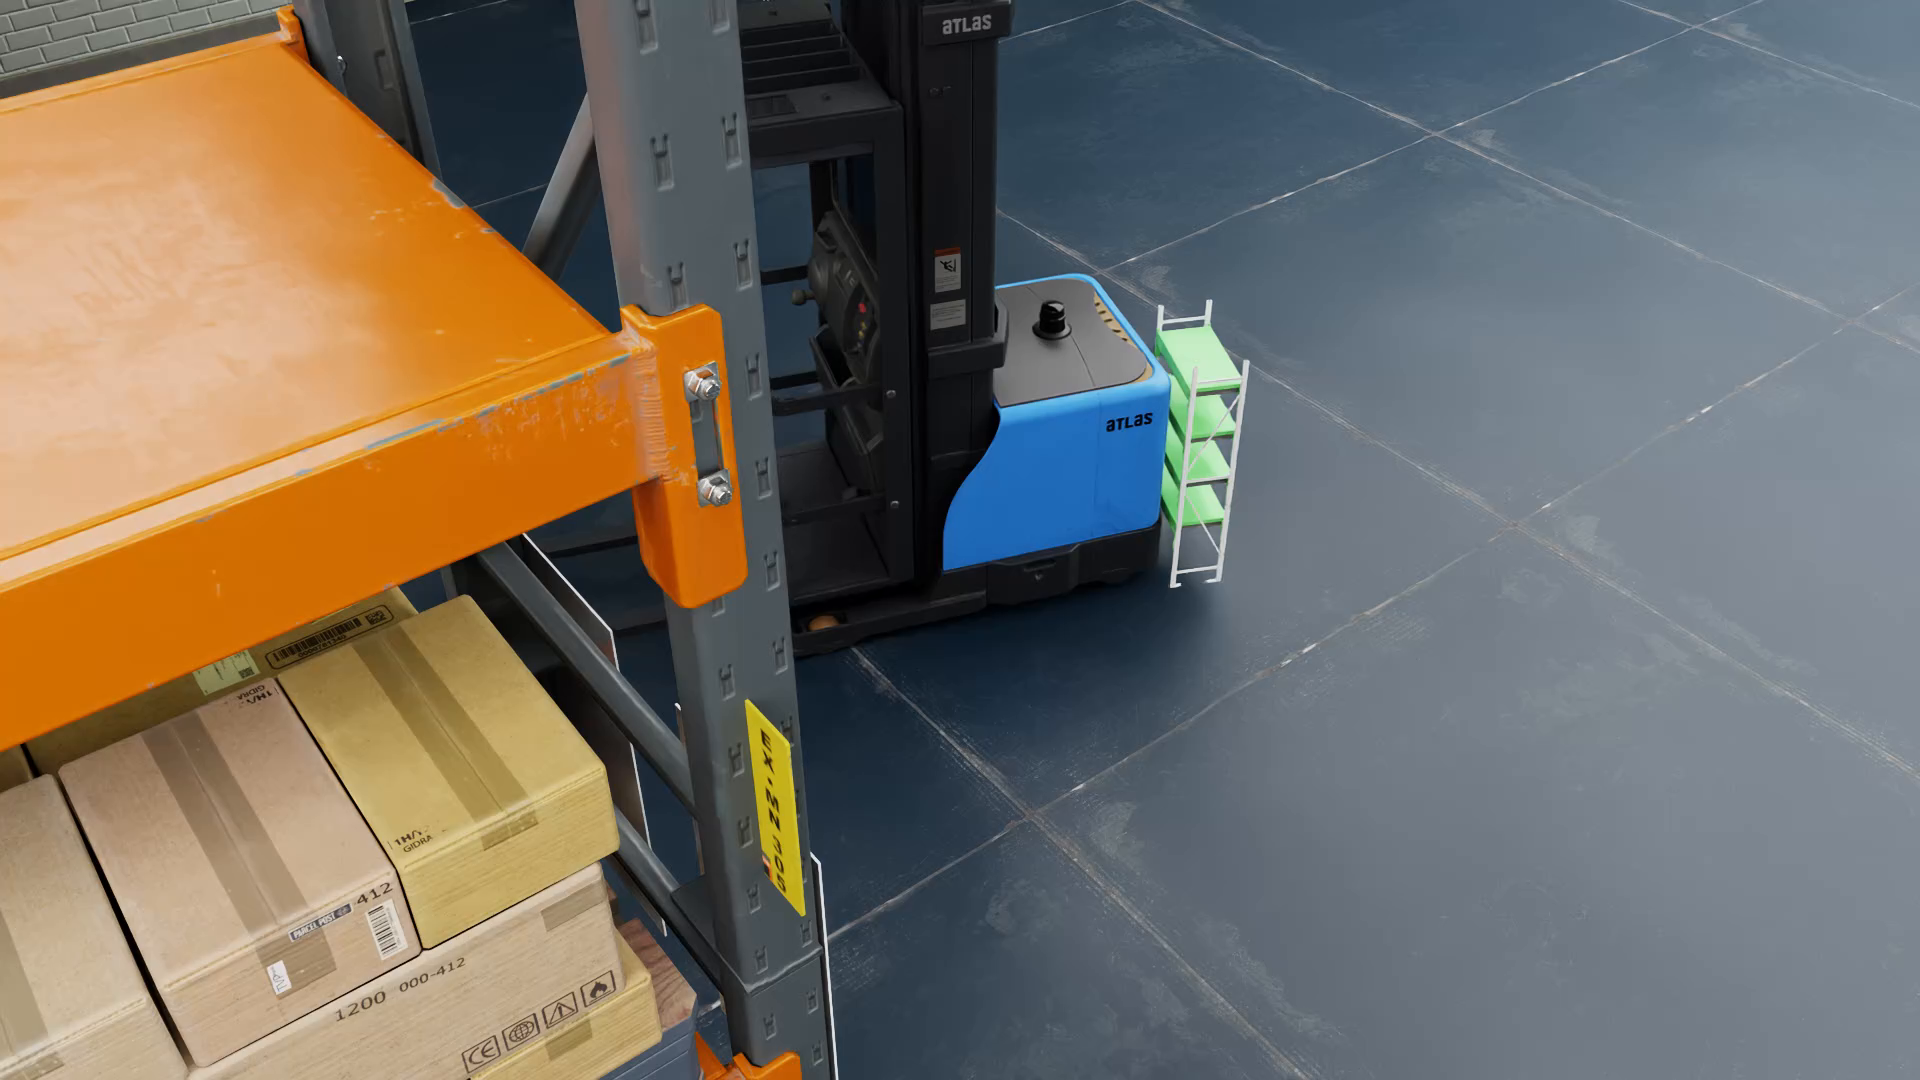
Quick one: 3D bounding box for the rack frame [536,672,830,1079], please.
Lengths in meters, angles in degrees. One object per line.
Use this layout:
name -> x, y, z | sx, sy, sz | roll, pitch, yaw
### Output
rack frame -> -0.554, 1.535, 3.647 | 0.127, 3.000, 1.000 | -26, 46, -28

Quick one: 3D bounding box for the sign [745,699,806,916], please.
sign -> -0.234, 0.342, 2.101 | 0.005, 0.325, 0.100 | -26, 46, -28

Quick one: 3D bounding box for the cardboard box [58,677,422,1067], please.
cardboard box -> -0.813, 0.360, 1.874 | 0.250, 0.149, 0.380 | -26, 46, -28

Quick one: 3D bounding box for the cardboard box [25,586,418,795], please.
cardboard box -> -1.093, 0.175, 2.414 | 0.500, 0.250, 0.500 | -26, 46, -28

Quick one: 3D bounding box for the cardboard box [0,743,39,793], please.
cardboard box -> -1.494, 0.372, 2.174 | 0.500, 0.250, 0.500 | -27, 46, -29

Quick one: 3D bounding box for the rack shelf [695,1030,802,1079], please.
rack shelf -> -2.139, 1.426, 1.982 | 4.000, 0.370, 1.077 | -26, 46, -28

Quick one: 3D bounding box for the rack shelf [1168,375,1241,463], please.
rack shelf -> 1.031, -0.552, 7.332 | 0.258, 0.148, 0.480 | -7, 40, -9

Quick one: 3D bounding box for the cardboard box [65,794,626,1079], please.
cardboard box -> -0.771, 0.447, 2.082 | 0.500, 0.250, 0.500 | -25, 46, -28

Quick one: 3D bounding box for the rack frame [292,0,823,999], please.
rack frame -> -0.554, -0.784, 1.745 | 0.127, 3.000, 1.000 | -26, 46, -28

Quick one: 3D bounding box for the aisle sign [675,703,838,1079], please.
aisle sign -> -0.315, 0.653, 2.672 | 0.004, 0.787, 0.394 | -26, 46, -28

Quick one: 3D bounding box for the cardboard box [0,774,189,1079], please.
cardboard box -> -1.016, 0.459, 1.754 | 0.250, 0.149, 0.380 | -25, 46, -27

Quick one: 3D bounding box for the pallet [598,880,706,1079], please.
pallet -> -1.135, 0.702, 2.368 | 1.213, 0.211, 1.003 | -26, 46, -28

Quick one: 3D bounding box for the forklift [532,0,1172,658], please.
forklift -> -0.661, -0.977, 6.764 | 3.031, 2.935, 1.130 | -12, 41, -14

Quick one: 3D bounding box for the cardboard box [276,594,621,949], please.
cardboard box -> -0.614, 0.264, 1.991 | 0.250, 0.149, 0.380 | -26, 46, -28

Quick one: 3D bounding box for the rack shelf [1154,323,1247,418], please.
rack shelf -> 1.032, -0.737, 7.180 | 0.258, 0.148, 0.480 | -7, 40, -9

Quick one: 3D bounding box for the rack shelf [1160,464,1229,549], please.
rack shelf -> 1.031, -0.181, 7.637 | 0.258, 0.148, 0.480 | -7, 40, -9

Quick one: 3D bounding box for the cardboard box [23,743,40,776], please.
cardboard box -> -1.421, 0.438, 2.407 | 0.250, 0.149, 0.380 | -26, 46, -28

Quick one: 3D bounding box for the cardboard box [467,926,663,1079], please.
cardboard box -> -0.611, 0.570, 2.246 | 0.250, 0.149, 0.380 | -26, 46, -28

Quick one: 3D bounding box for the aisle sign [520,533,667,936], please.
aisle sign -> -0.680, 0.352, 3.040 | 0.004, 0.787, 0.394 | -26, 46, -28

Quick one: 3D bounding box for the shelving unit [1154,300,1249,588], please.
shelving unit -> 1.031, -0.416, 7.444 | 0.258, 1.200, 0.503 | -7, 40, -9

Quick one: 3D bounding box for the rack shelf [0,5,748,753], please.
rack shelf -> -2.139, 0.421, 1.157 | 4.000, 0.370, 1.077 | -26, 46, -28

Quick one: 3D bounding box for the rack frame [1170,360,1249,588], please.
rack frame -> 1.081, -0.264, 7.259 | 0.240, 1.200, 0.015 | -7, 40, -9

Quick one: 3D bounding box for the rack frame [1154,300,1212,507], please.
rack frame -> 0.982, -0.567, 7.629 | 0.240, 1.200, 0.015 | -7, 40, -9

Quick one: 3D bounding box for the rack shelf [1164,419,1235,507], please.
rack shelf -> 1.031, -0.366, 7.484 | 0.258, 0.148, 0.480 | -7, 40, -9
